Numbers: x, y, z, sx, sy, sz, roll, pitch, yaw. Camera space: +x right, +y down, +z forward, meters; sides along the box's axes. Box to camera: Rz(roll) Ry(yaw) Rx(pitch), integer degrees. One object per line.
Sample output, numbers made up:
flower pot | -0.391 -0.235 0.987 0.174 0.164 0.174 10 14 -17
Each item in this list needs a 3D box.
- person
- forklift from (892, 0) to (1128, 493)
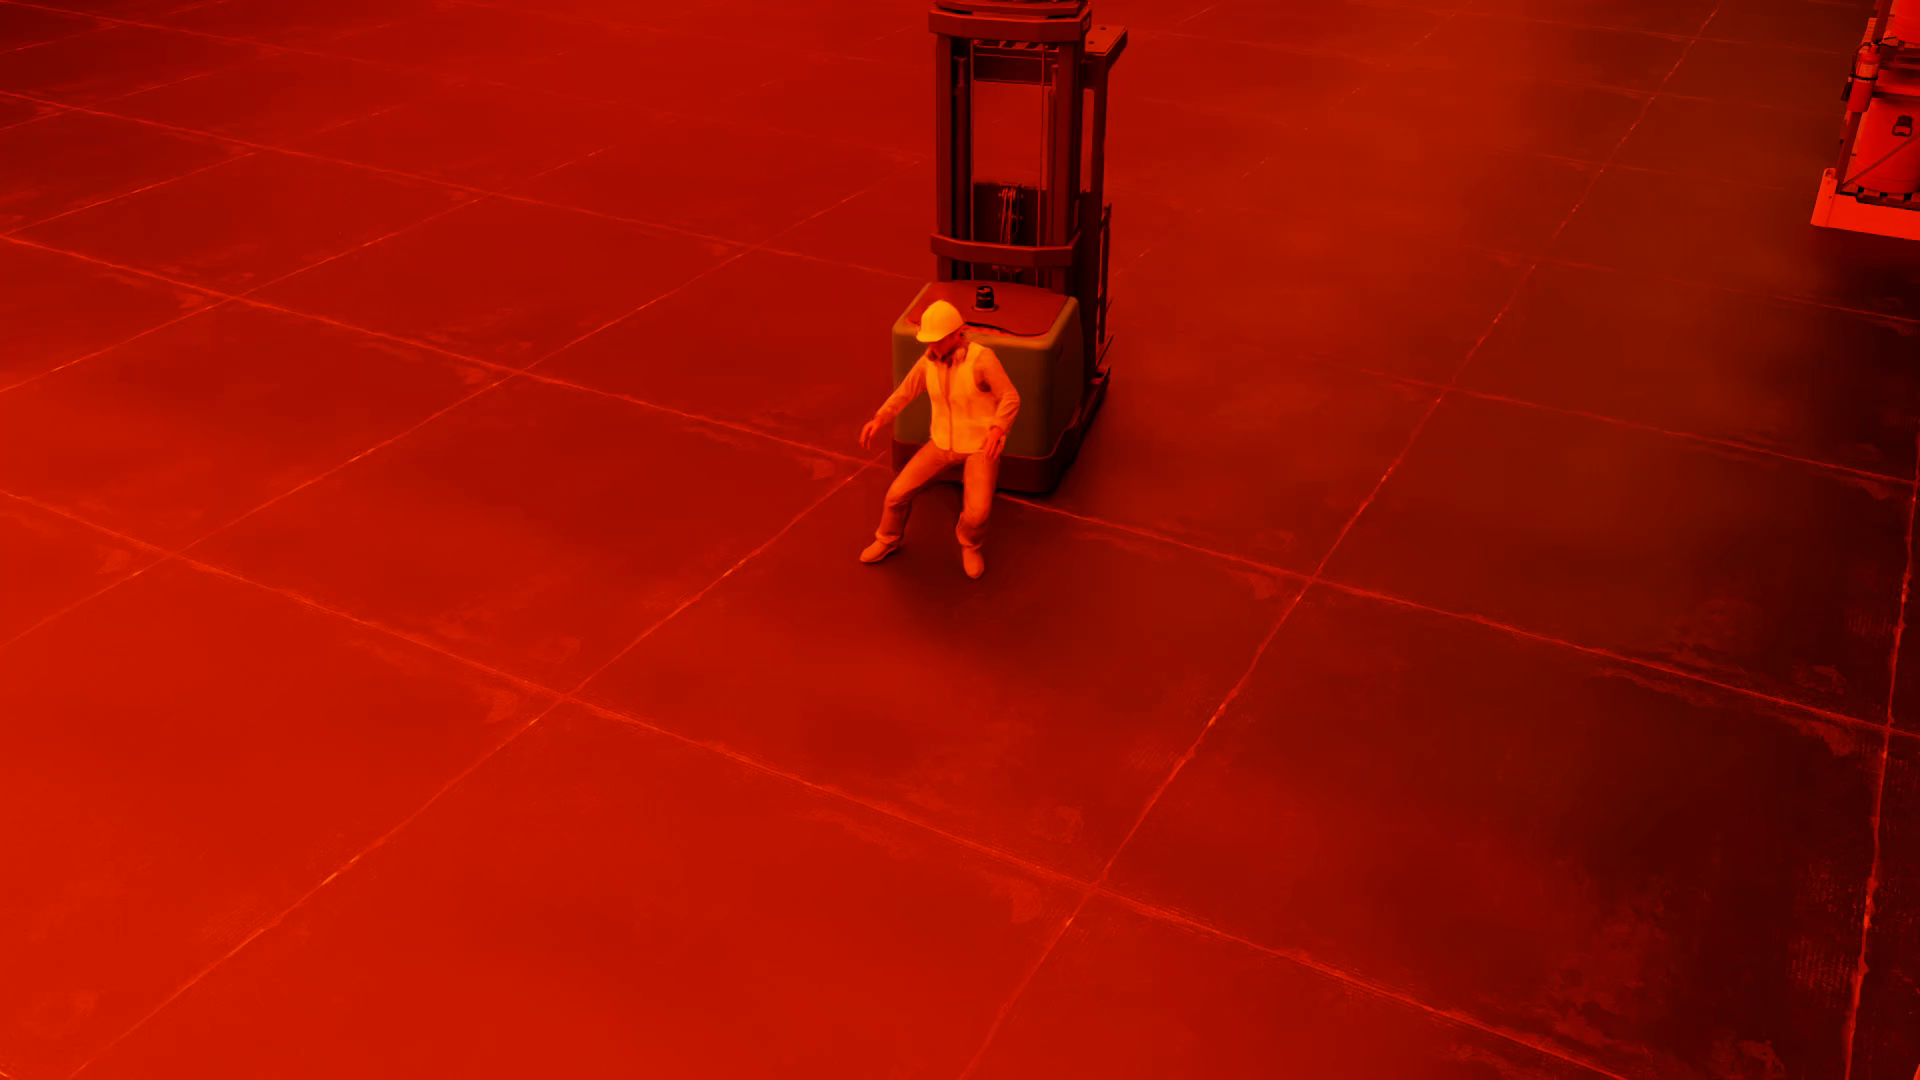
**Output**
person | -0.108 -0.538 9.344 0.909 1.595 0.752 17 34 27
forklift | 0.450 -2.288 11.035 1.130 2.935 3.031 8 31 13
